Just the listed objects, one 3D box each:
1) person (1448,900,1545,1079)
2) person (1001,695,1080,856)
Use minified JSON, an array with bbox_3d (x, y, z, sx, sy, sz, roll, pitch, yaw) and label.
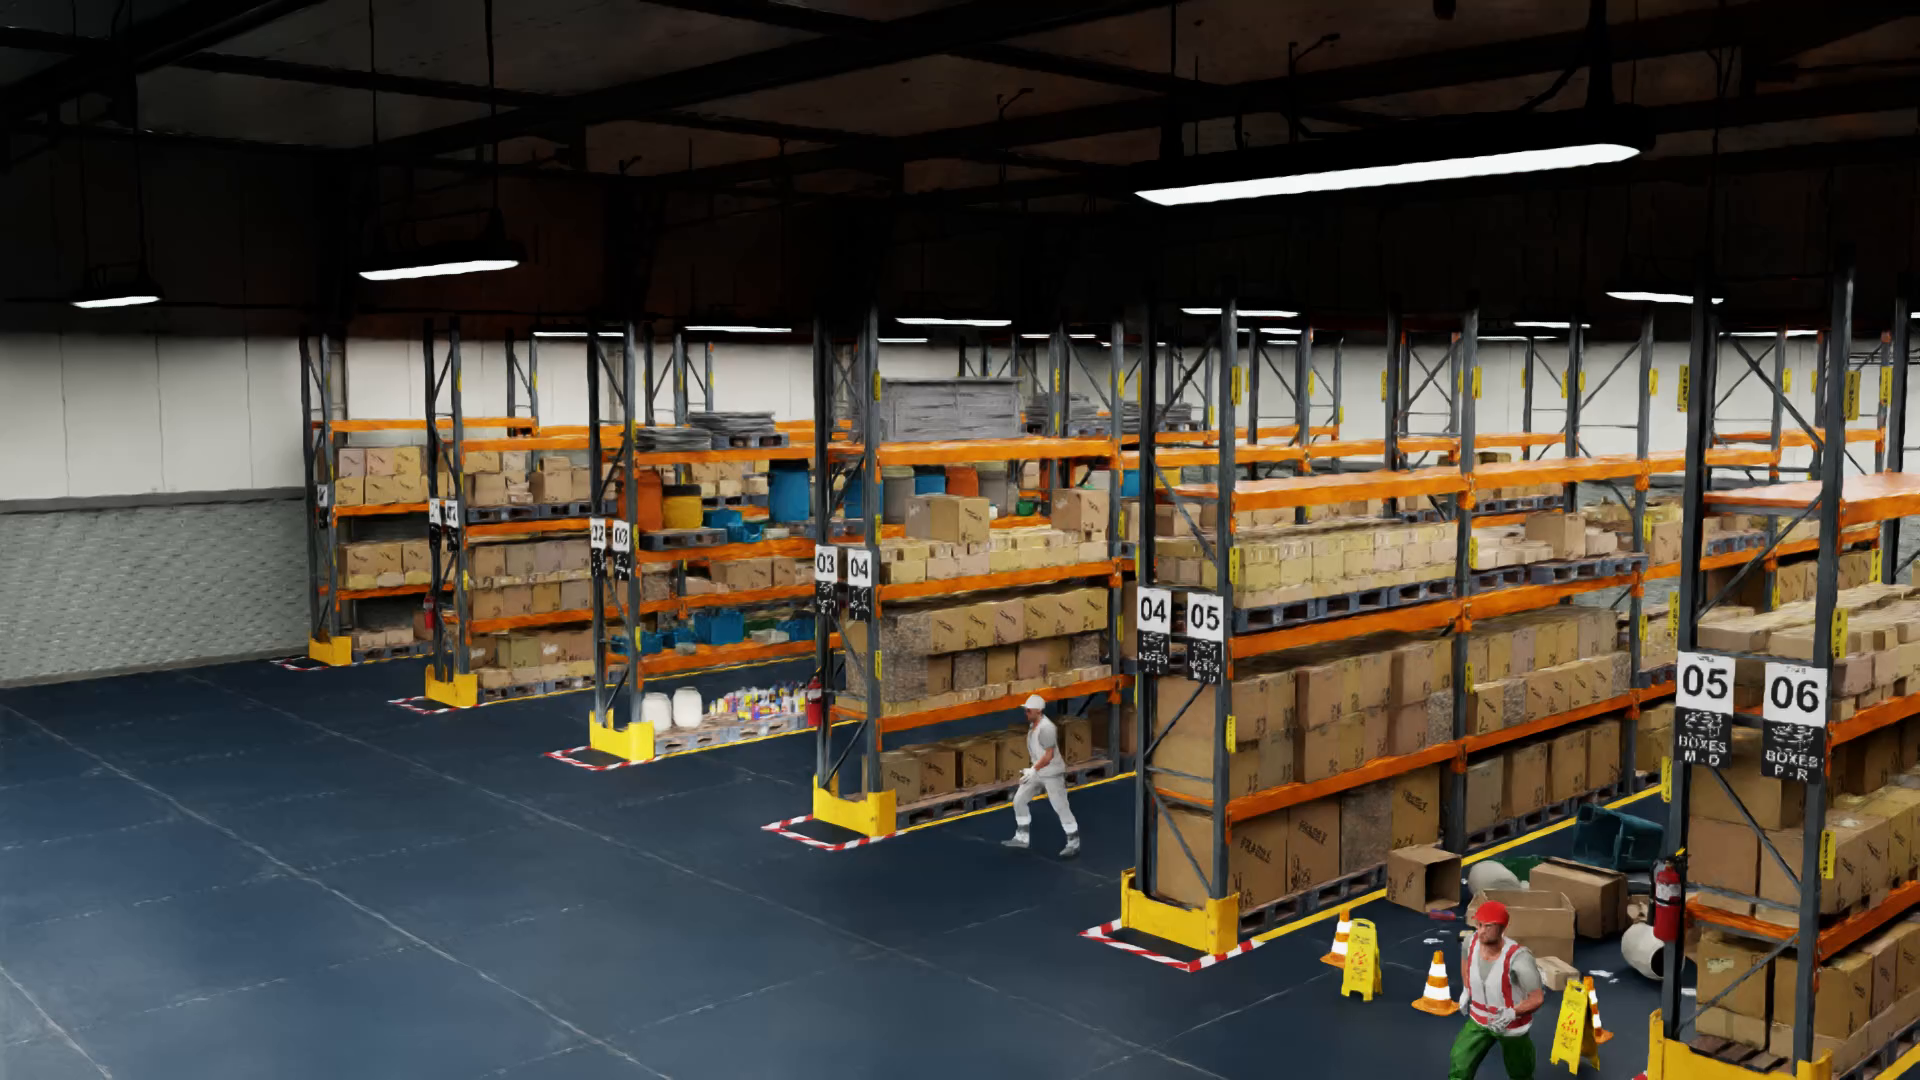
[{"bbox_3d":[3.538,3.198,11.009,0.701,1.714,0.868,6,8,44],"label":"person"},{"bbox_3d":[0.894,2.504,17.809,0.764,1.731,0.671,-2,6,-21],"label":"person"}]
